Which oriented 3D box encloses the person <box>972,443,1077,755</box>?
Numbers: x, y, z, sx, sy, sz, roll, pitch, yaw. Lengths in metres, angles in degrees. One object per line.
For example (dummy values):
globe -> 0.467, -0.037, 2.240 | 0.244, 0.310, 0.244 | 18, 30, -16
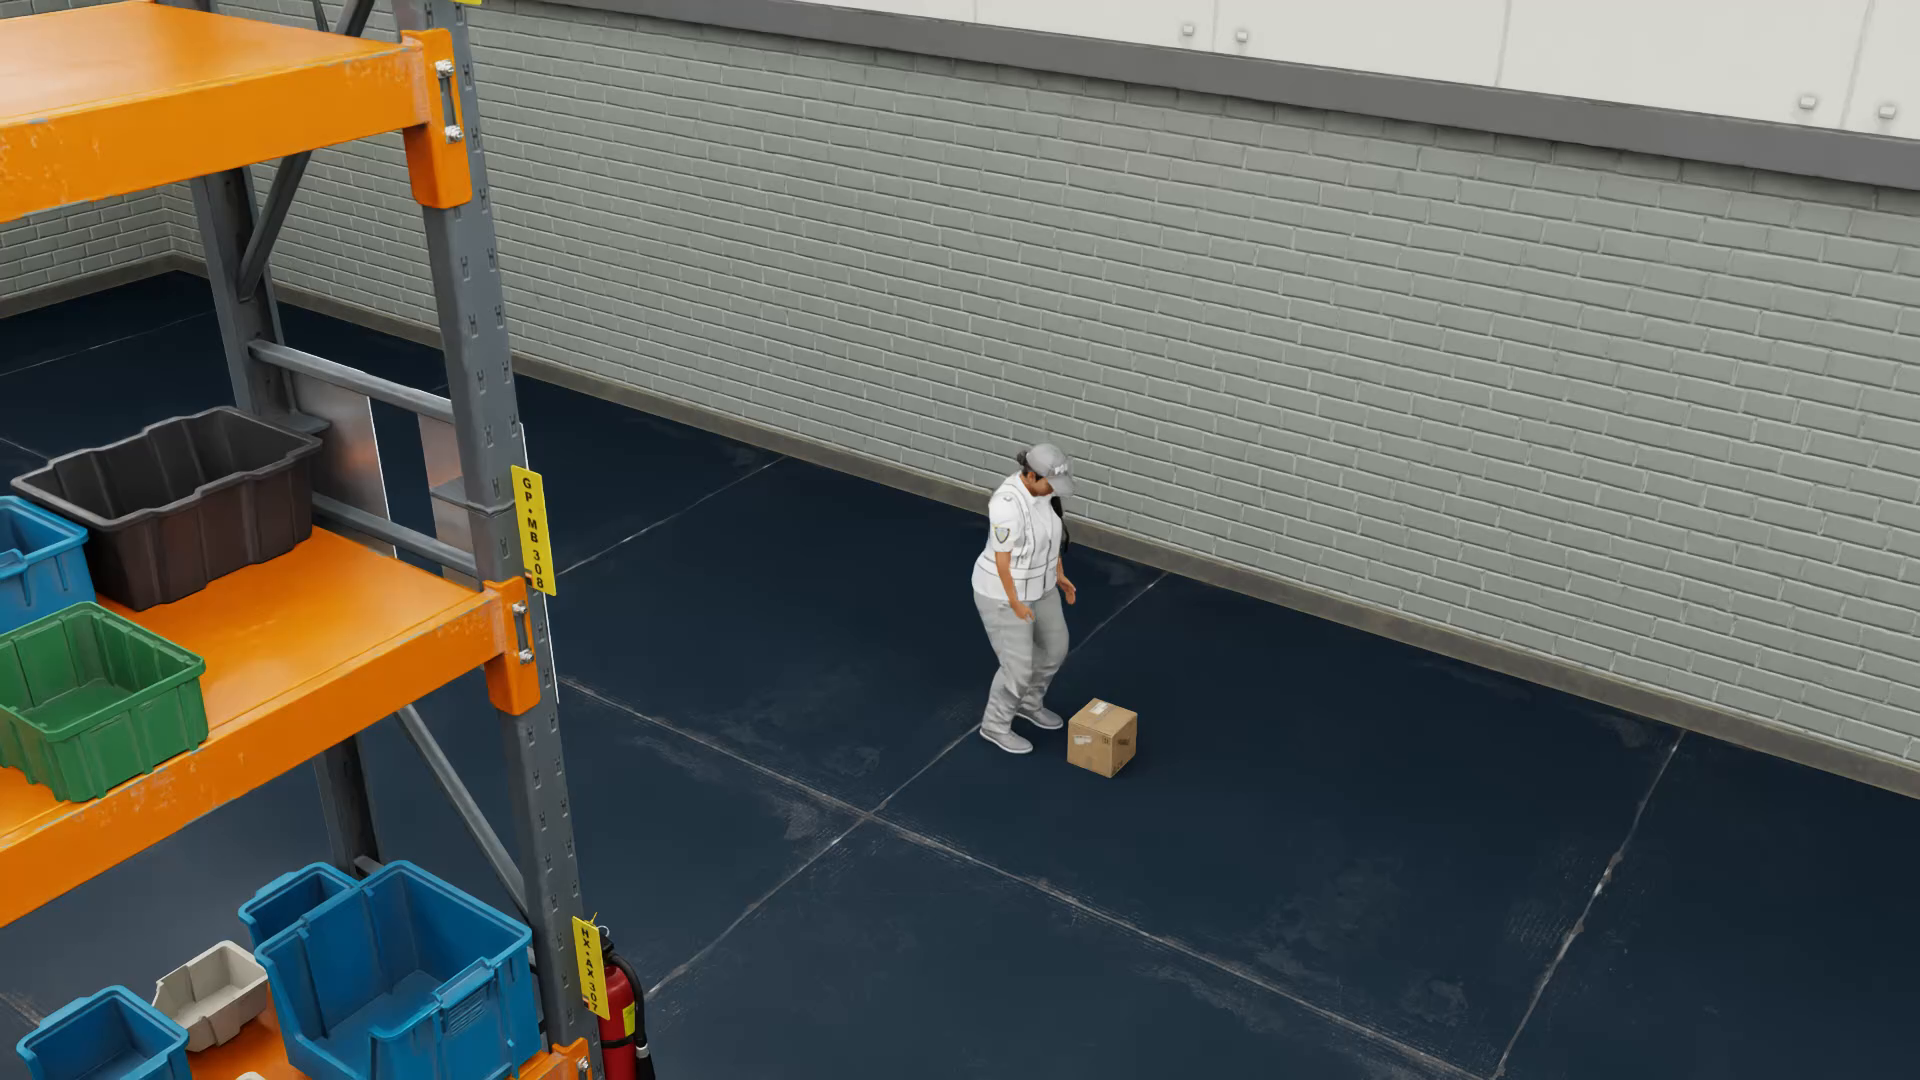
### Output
person -> 0.331, 0.253, 8.186 | 0.479, 1.619, 0.496 | 18, 32, 32
